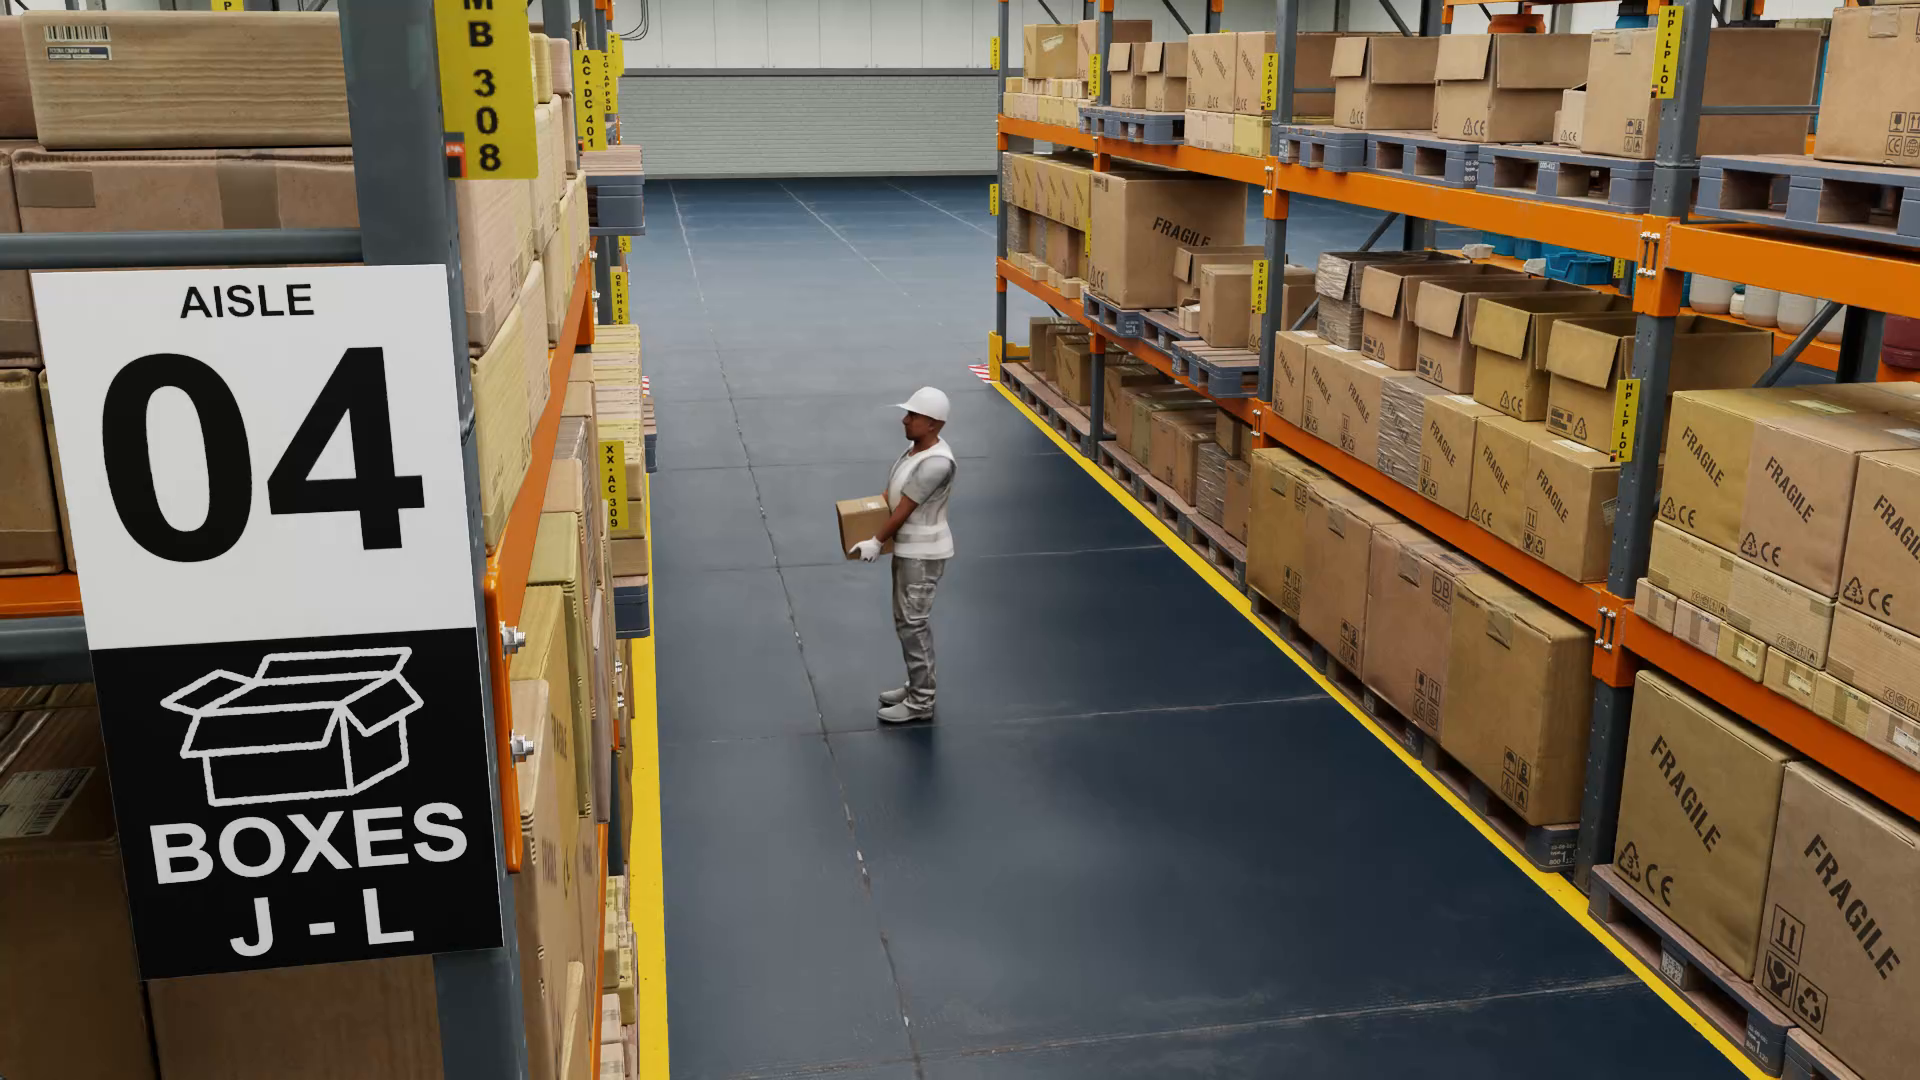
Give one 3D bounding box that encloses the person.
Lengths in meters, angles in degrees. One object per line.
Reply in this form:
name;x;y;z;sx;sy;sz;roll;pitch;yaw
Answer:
person;-0.312;0.079;8.733;0.573;1.778;0.488;-3;16;-9
